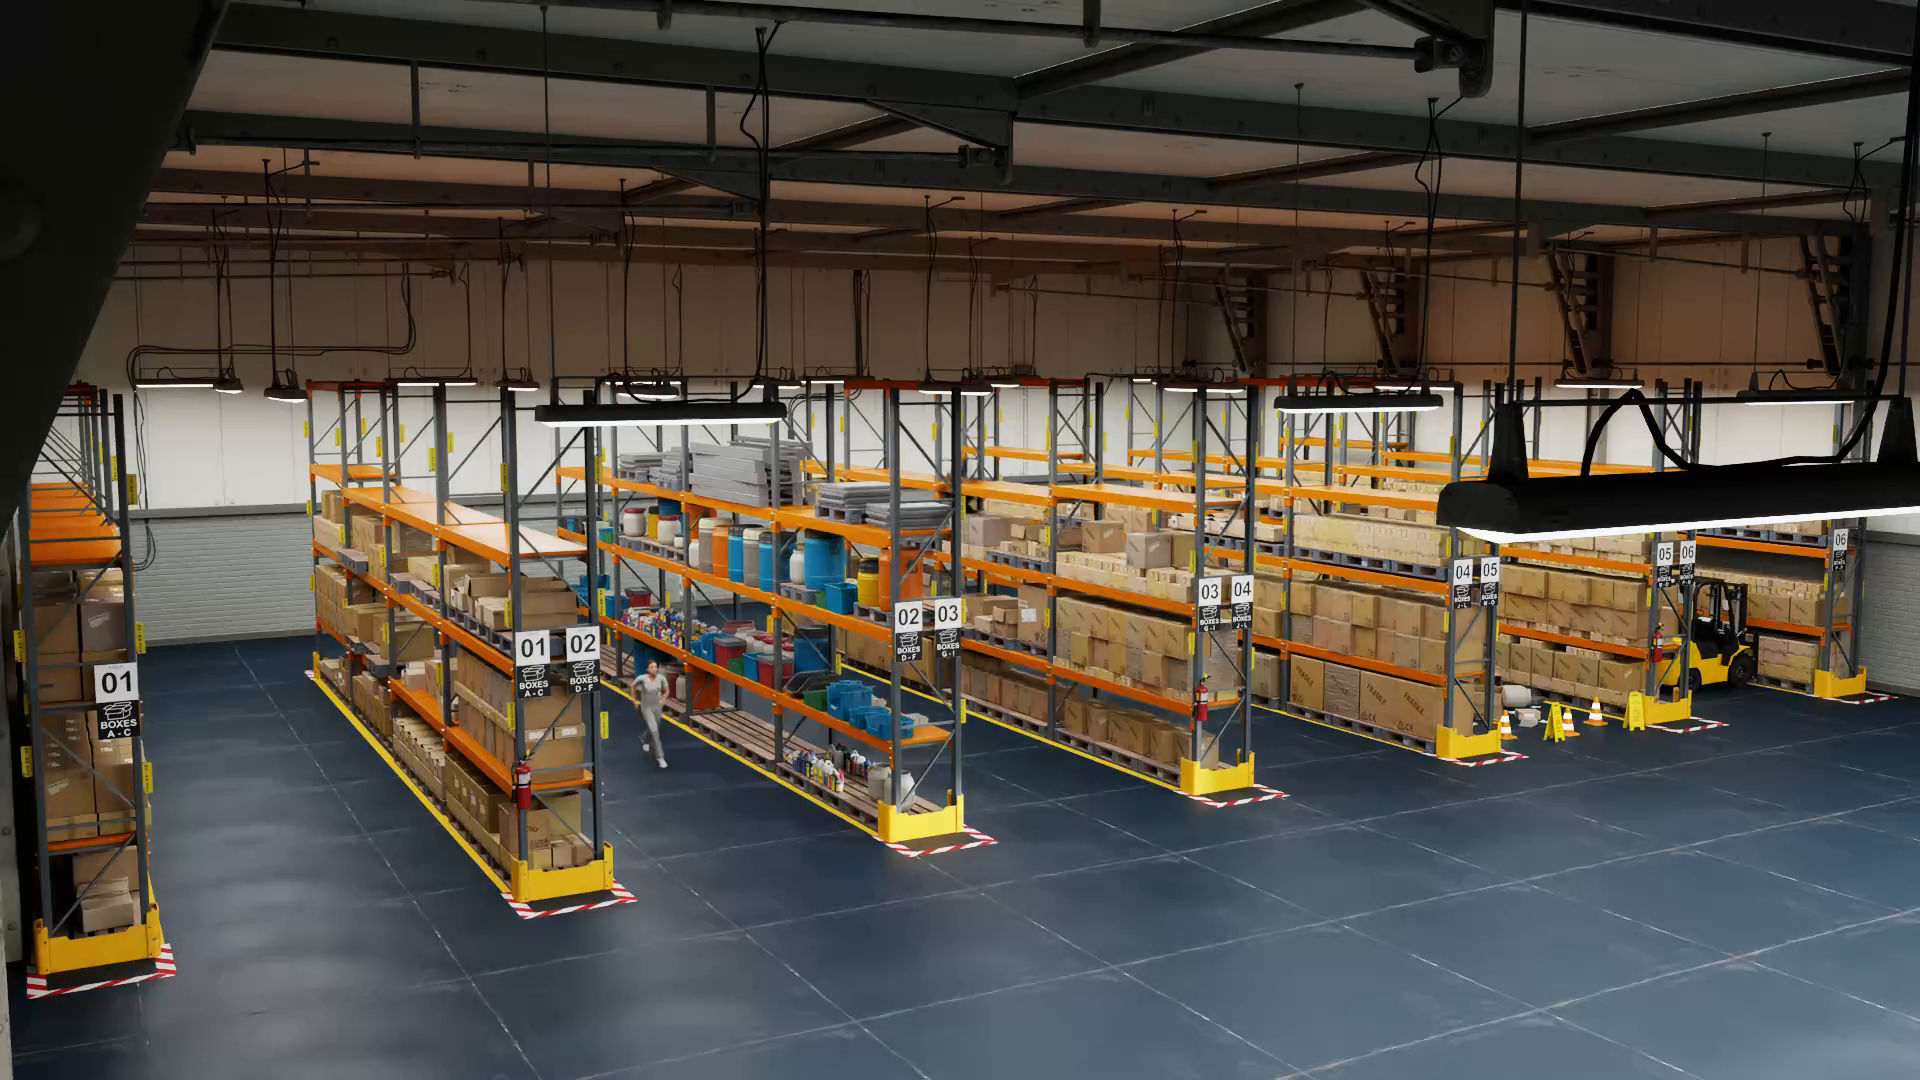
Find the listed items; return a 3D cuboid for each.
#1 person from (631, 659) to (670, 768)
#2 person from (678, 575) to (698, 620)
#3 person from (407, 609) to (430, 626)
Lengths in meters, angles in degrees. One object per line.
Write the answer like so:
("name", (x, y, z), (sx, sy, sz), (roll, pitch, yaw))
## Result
("person", (-4.899, 2.702, 26.386), (0.587, 1.664, 1.008), (-3, 7, -29))
("person", (-6.419, 1.309, 38.825), (0.863, 1.781, 0.654), (-1, 6, -12))
("person", (-11.299, 1.836, 34.721), (0.608, 1.667, 0.664), (1, 6, 12))
